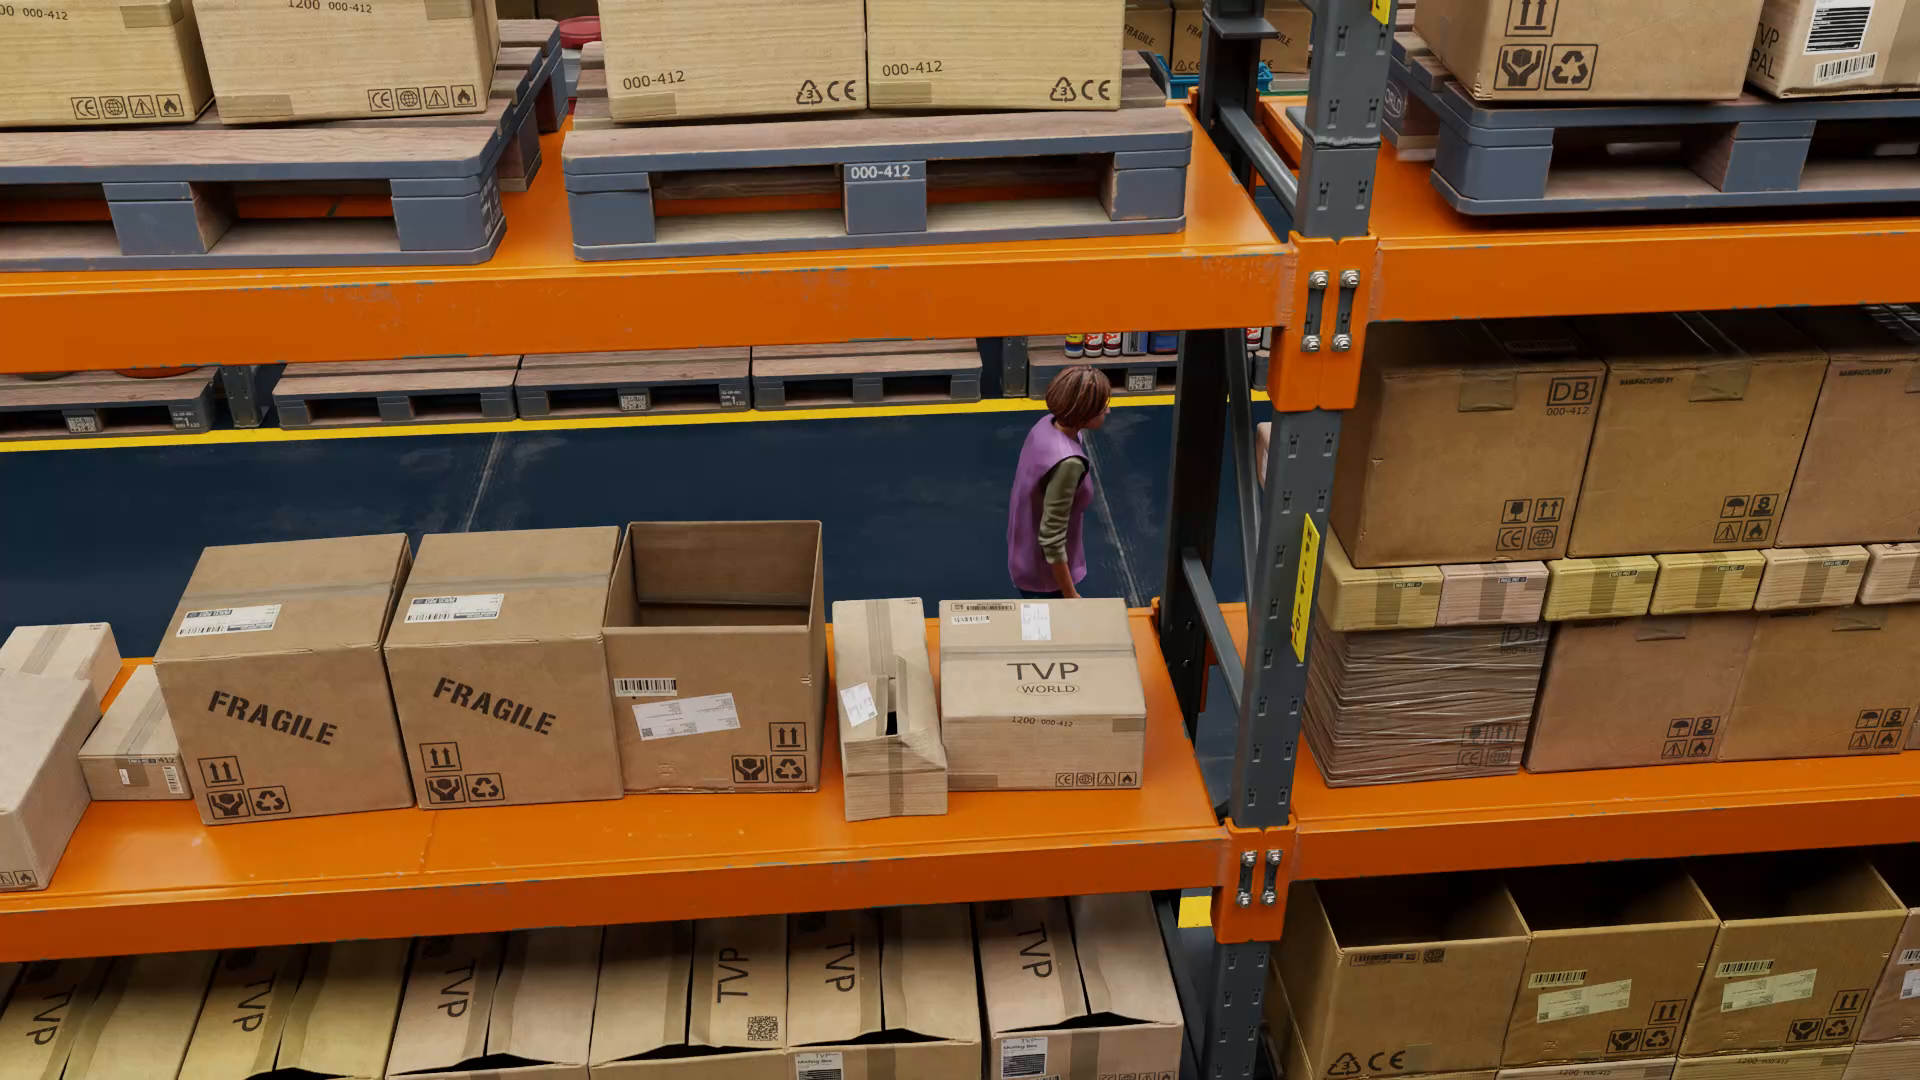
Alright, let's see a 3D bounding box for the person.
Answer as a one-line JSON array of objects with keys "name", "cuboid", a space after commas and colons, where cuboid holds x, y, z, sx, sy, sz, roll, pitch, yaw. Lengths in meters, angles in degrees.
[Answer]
[{"name": "person", "cuboid": [0.340, 0.107, 5.970, 0.351, 1.592, 0.468, -3, 32, -5]}]
